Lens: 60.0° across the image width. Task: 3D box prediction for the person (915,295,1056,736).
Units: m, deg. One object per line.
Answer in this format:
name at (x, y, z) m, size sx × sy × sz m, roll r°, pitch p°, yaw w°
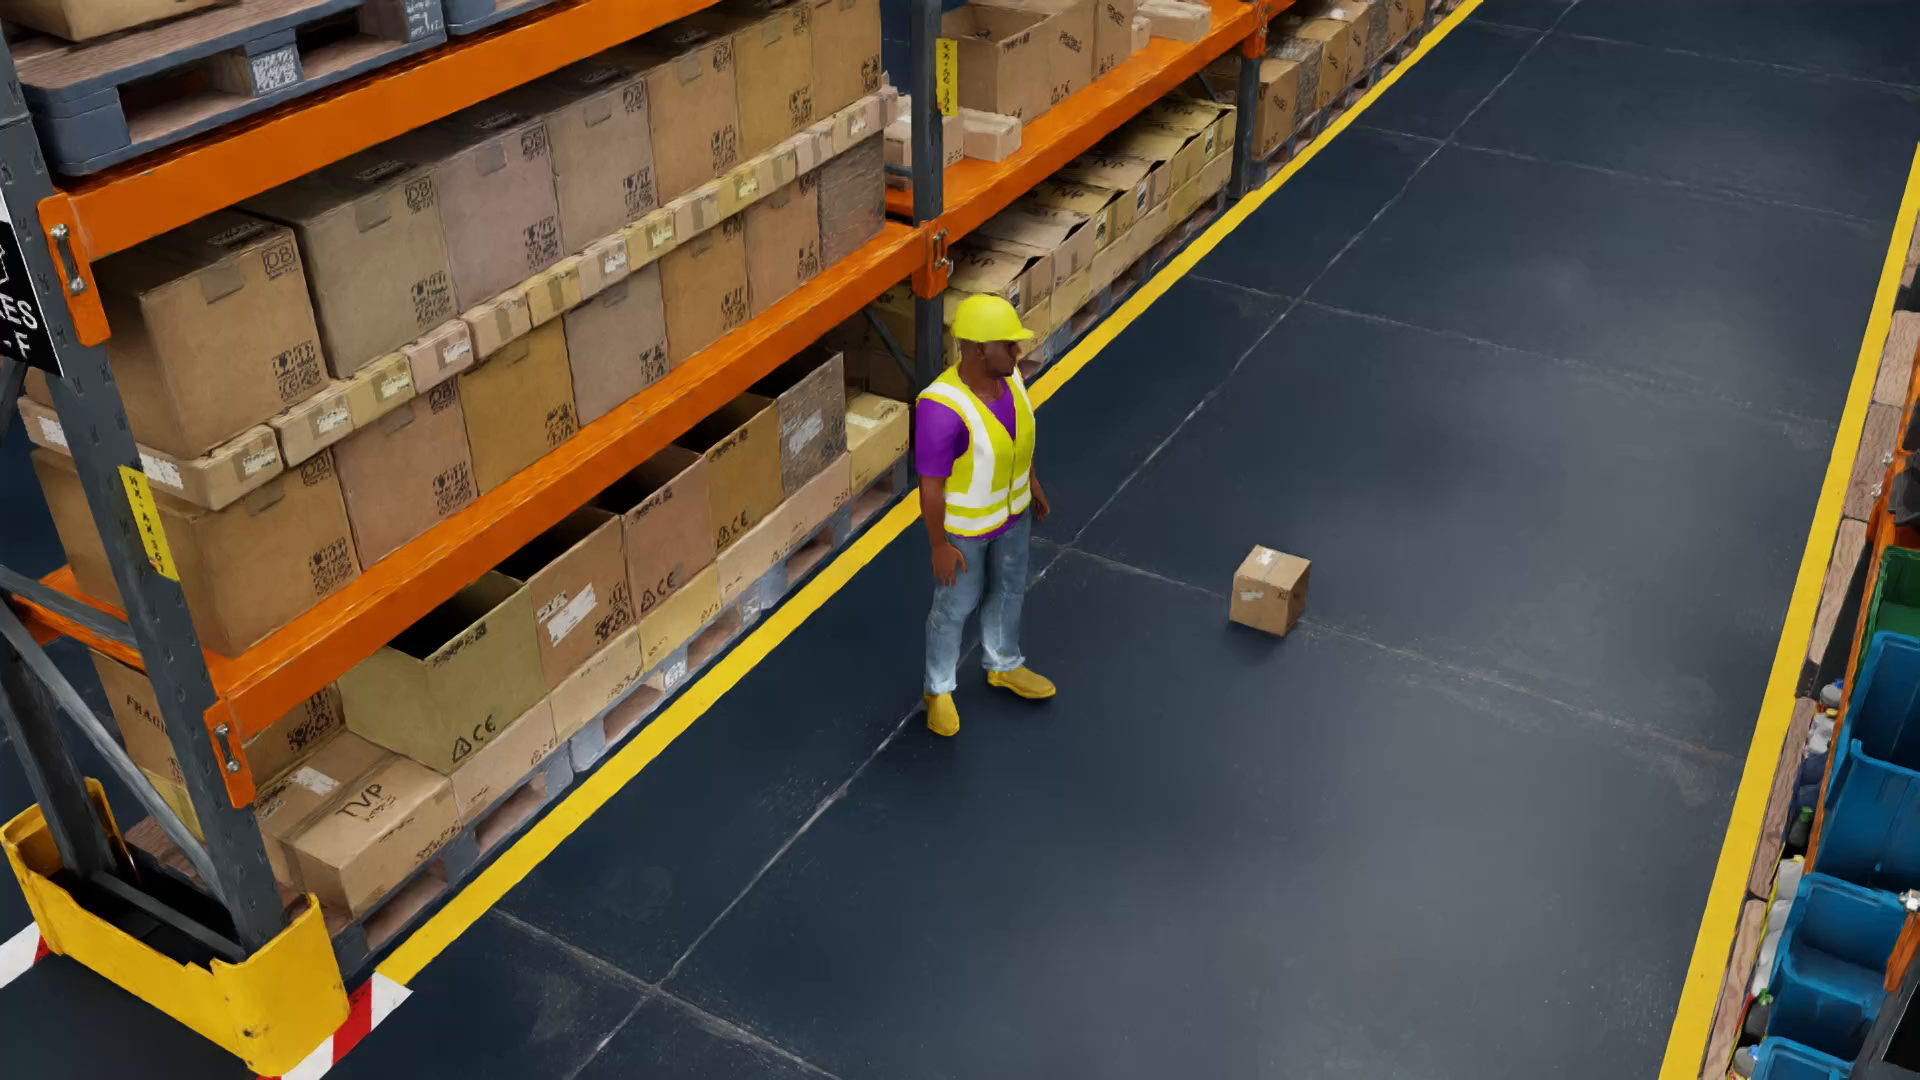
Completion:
person at (0.106, -0.094, 6.209) m, size 0.419 × 1.768 × 0.631 m, roll 27°, pitch 42°, yaw 34°
